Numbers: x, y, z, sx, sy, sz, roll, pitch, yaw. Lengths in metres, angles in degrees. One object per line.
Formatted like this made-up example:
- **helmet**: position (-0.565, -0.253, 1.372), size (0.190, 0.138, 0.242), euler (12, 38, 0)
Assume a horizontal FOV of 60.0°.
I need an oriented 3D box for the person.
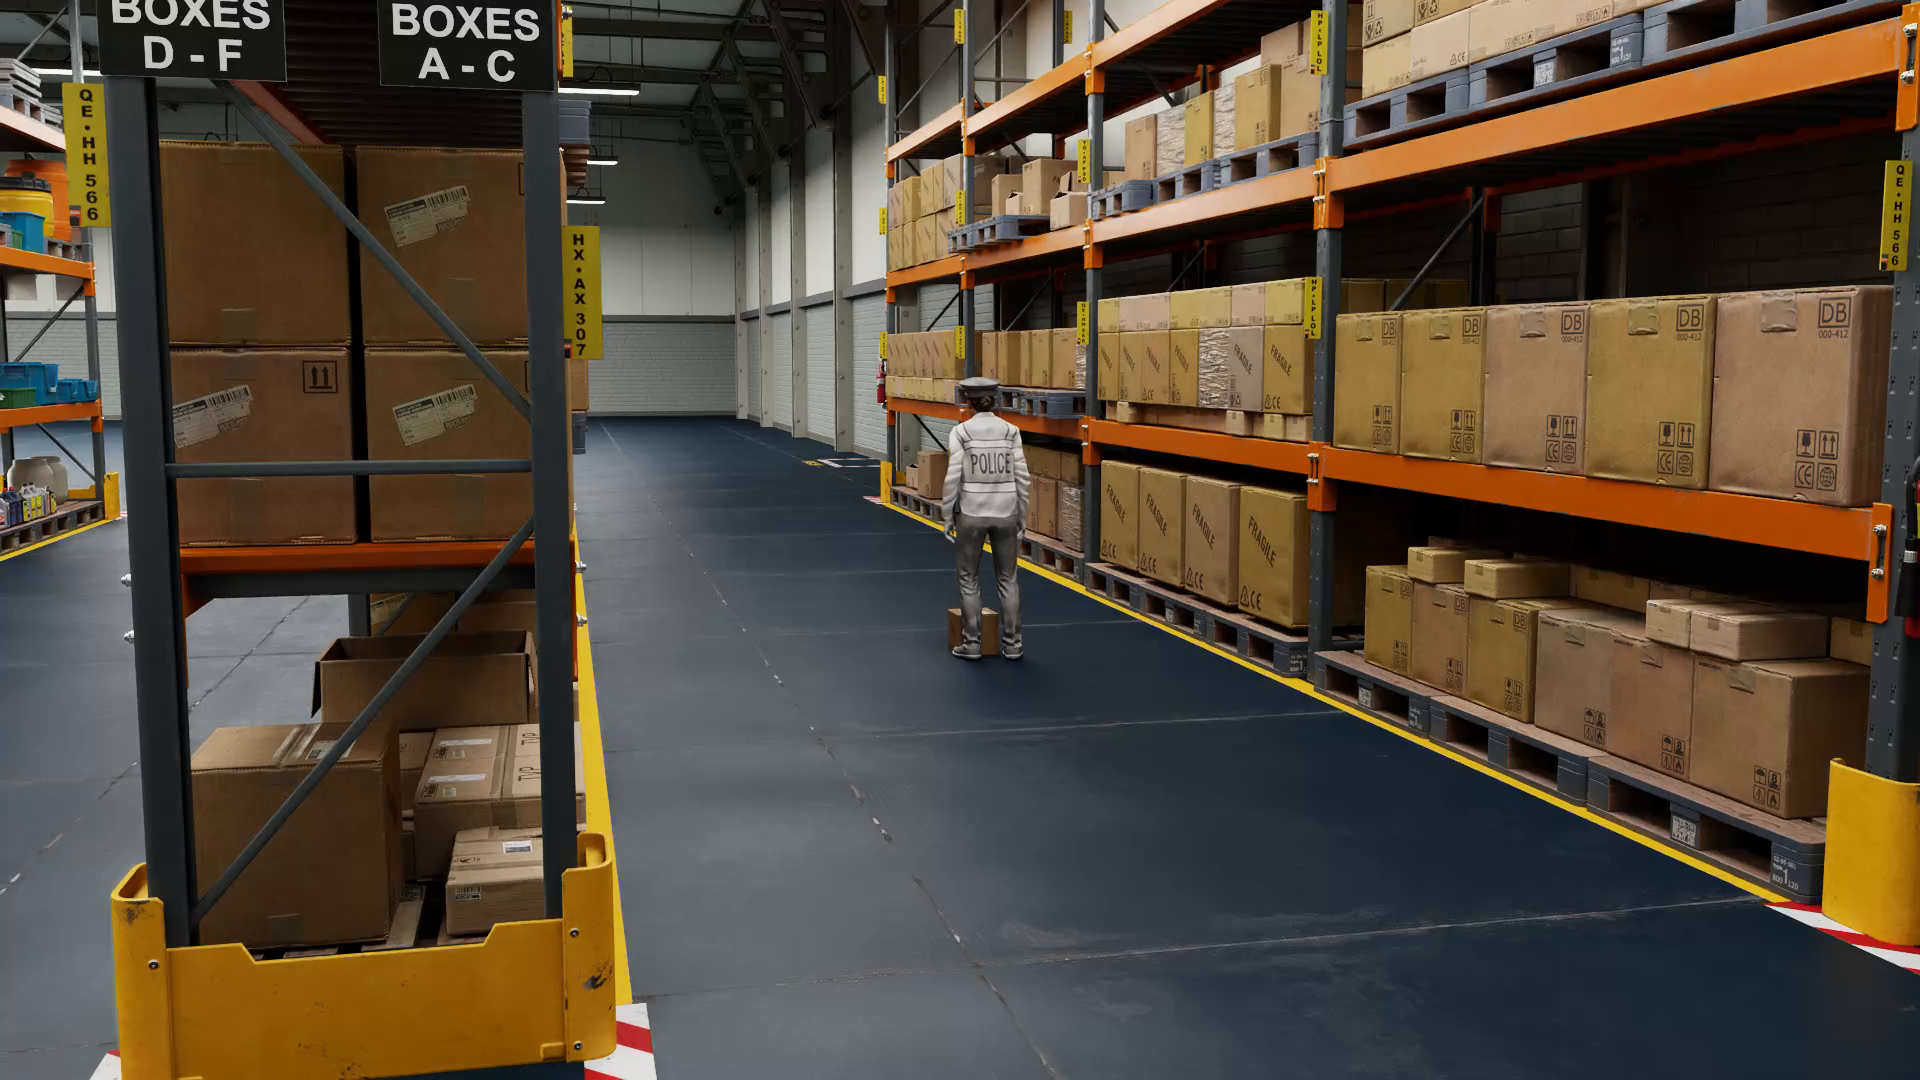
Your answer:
- **person**: position (0.147, -0.122, 9.787), size (0.528, 1.663, 0.408), euler (-2, 6, -14)
